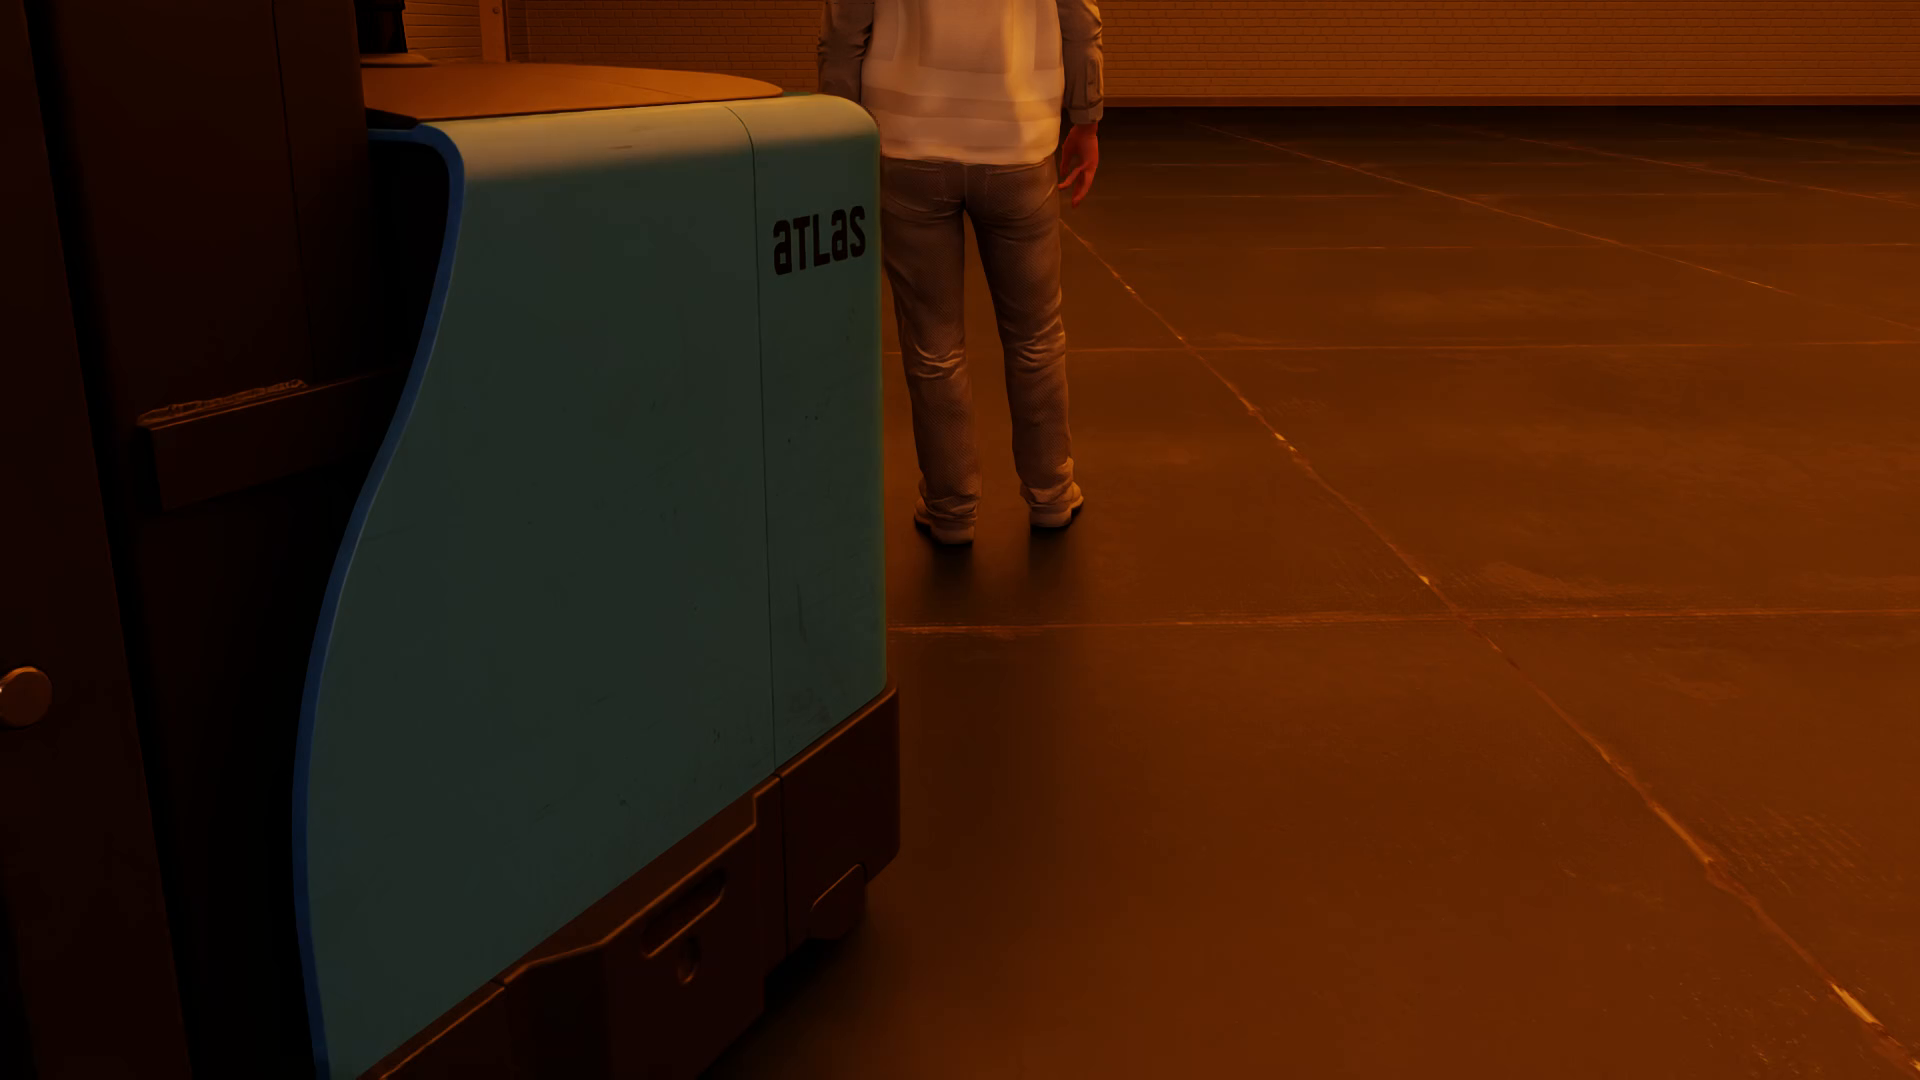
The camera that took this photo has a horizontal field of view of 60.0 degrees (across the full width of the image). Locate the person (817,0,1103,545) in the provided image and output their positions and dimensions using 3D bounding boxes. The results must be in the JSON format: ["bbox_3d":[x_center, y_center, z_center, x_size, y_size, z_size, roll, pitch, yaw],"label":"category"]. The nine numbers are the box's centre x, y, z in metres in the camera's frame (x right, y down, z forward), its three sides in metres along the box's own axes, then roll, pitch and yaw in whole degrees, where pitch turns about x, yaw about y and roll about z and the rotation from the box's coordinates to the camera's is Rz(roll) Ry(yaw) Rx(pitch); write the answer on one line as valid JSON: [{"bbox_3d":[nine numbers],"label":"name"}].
[{"bbox_3d":[0.004,-0.874,3.717,0.633,1.775,0.566,-1,17,-3],"label":"person"}]

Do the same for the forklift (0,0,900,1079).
[{"bbox_3d":[-1.171,-0.592,0.843,1.130,2.935,3.031,8,19,24],"label":"forklift"}]
